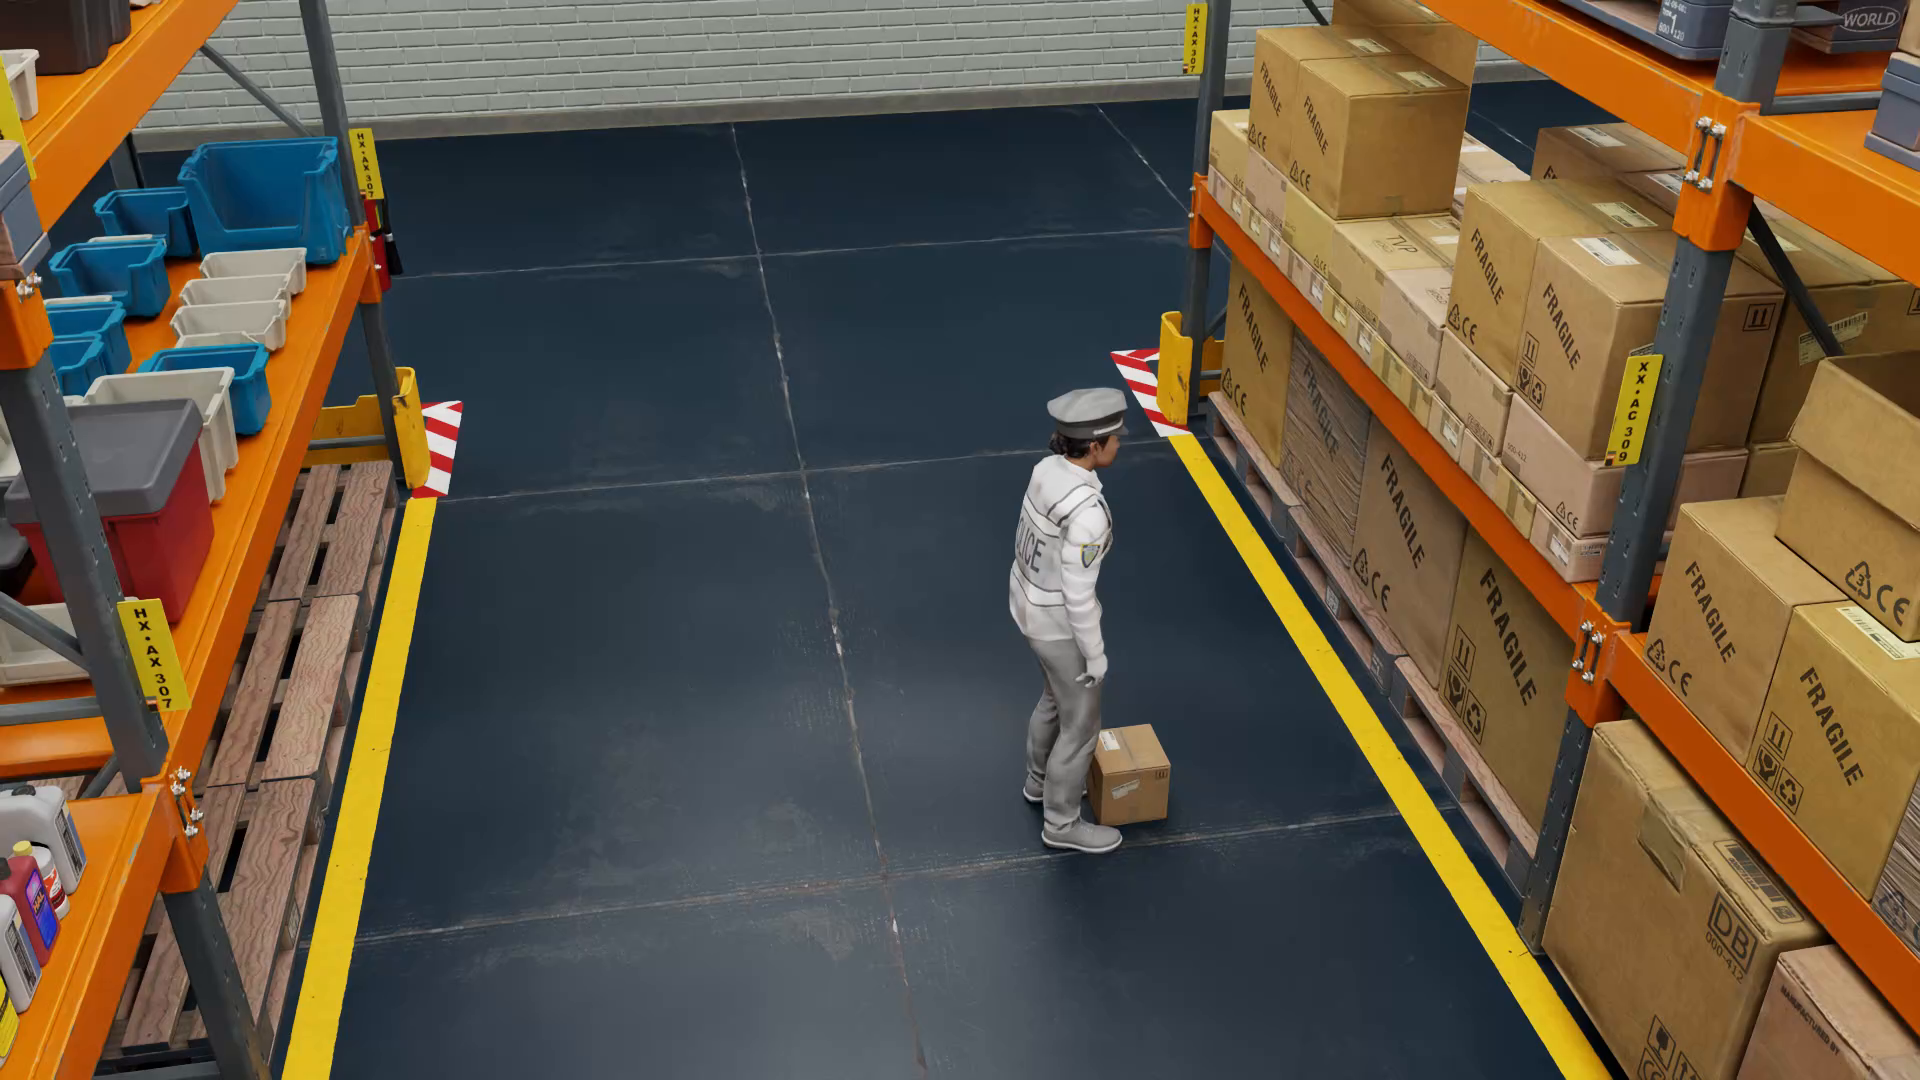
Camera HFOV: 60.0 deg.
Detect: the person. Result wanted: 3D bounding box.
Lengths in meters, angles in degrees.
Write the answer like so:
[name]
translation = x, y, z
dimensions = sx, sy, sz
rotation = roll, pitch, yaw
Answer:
[person]
translation = 0.366, 0.276, 5.667
dimensions = 0.374, 1.662, 0.539
rotation = -7, 32, -12
